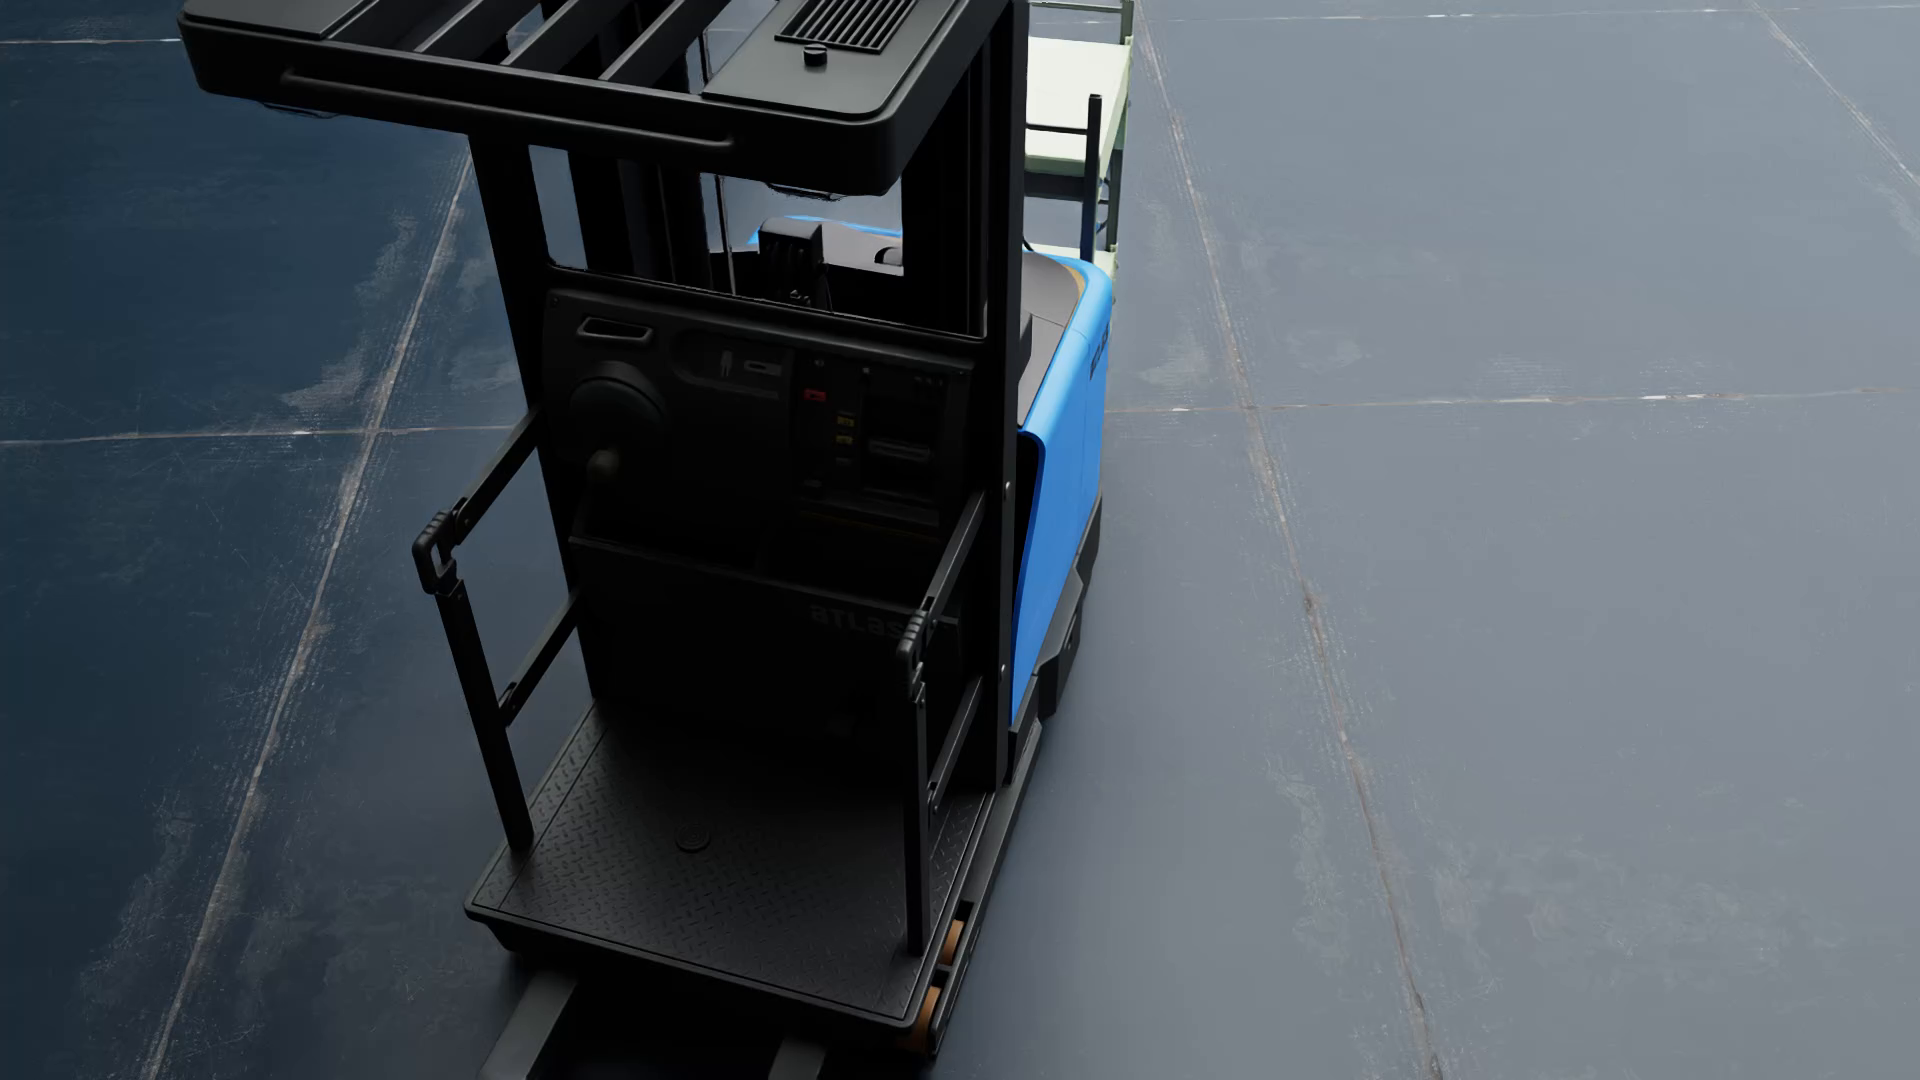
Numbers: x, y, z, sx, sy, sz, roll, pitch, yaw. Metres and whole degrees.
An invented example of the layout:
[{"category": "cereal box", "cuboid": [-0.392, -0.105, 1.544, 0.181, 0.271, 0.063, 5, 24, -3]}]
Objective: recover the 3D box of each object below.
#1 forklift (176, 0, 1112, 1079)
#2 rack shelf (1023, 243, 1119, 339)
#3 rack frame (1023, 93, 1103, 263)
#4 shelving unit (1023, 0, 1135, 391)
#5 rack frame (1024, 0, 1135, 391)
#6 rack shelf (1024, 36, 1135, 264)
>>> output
[{"category": "forklift", "cuboid": [-0.489, -0.177, 3.274, 1.130, 2.935, 3.031, 12, 44, 12]}, {"category": "rack shelf", "cuboid": [0.241, -0.616, 5.294, 0.431, 0.370, 0.720, 8, 43, 8]}, {"category": "rack frame", "cuboid": [0.170, -0.614, 4.809, 0.400, 1.500, 0.023, 8, 43, 8]}, {"category": "shelving unit", "cuboid": [0.241, -0.856, 5.074, 0.431, 1.500, 0.755, 8, 43, 8]}, {"category": "rack frame", "cuboid": [0.312, -1.099, 5.339, 0.400, 1.500, 0.023, 8, 43, 8]}, {"category": "rack shelf", "cuboid": [0.241, -1.144, 4.810, 0.431, 0.370, 0.720, 8, 43, 8]}]
